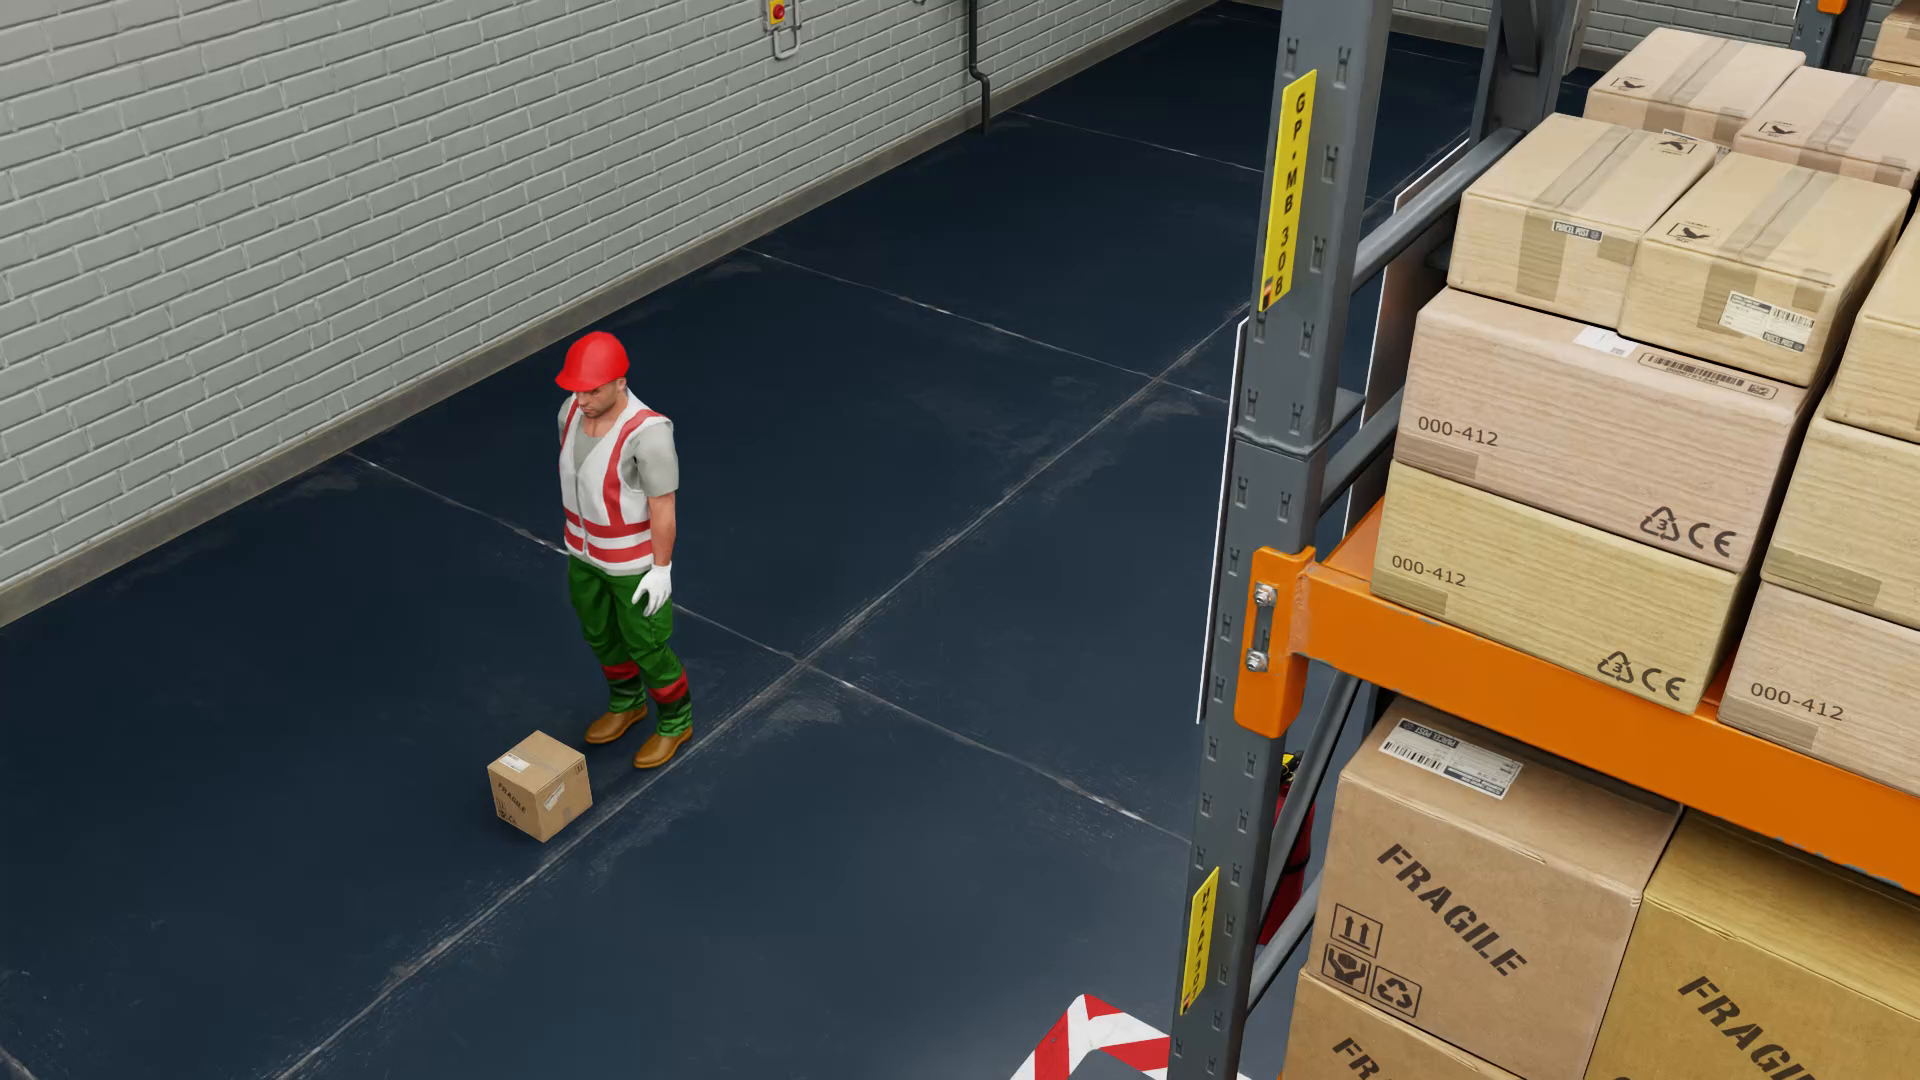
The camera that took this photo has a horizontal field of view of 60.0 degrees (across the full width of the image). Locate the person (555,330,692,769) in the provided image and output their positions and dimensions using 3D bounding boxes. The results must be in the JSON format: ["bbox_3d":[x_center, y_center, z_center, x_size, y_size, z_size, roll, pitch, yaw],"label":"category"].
[{"bbox_3d":[-1.234,0.049,6.058,0.527,1.780,0.352,22,40,29],"label":"person"}]
